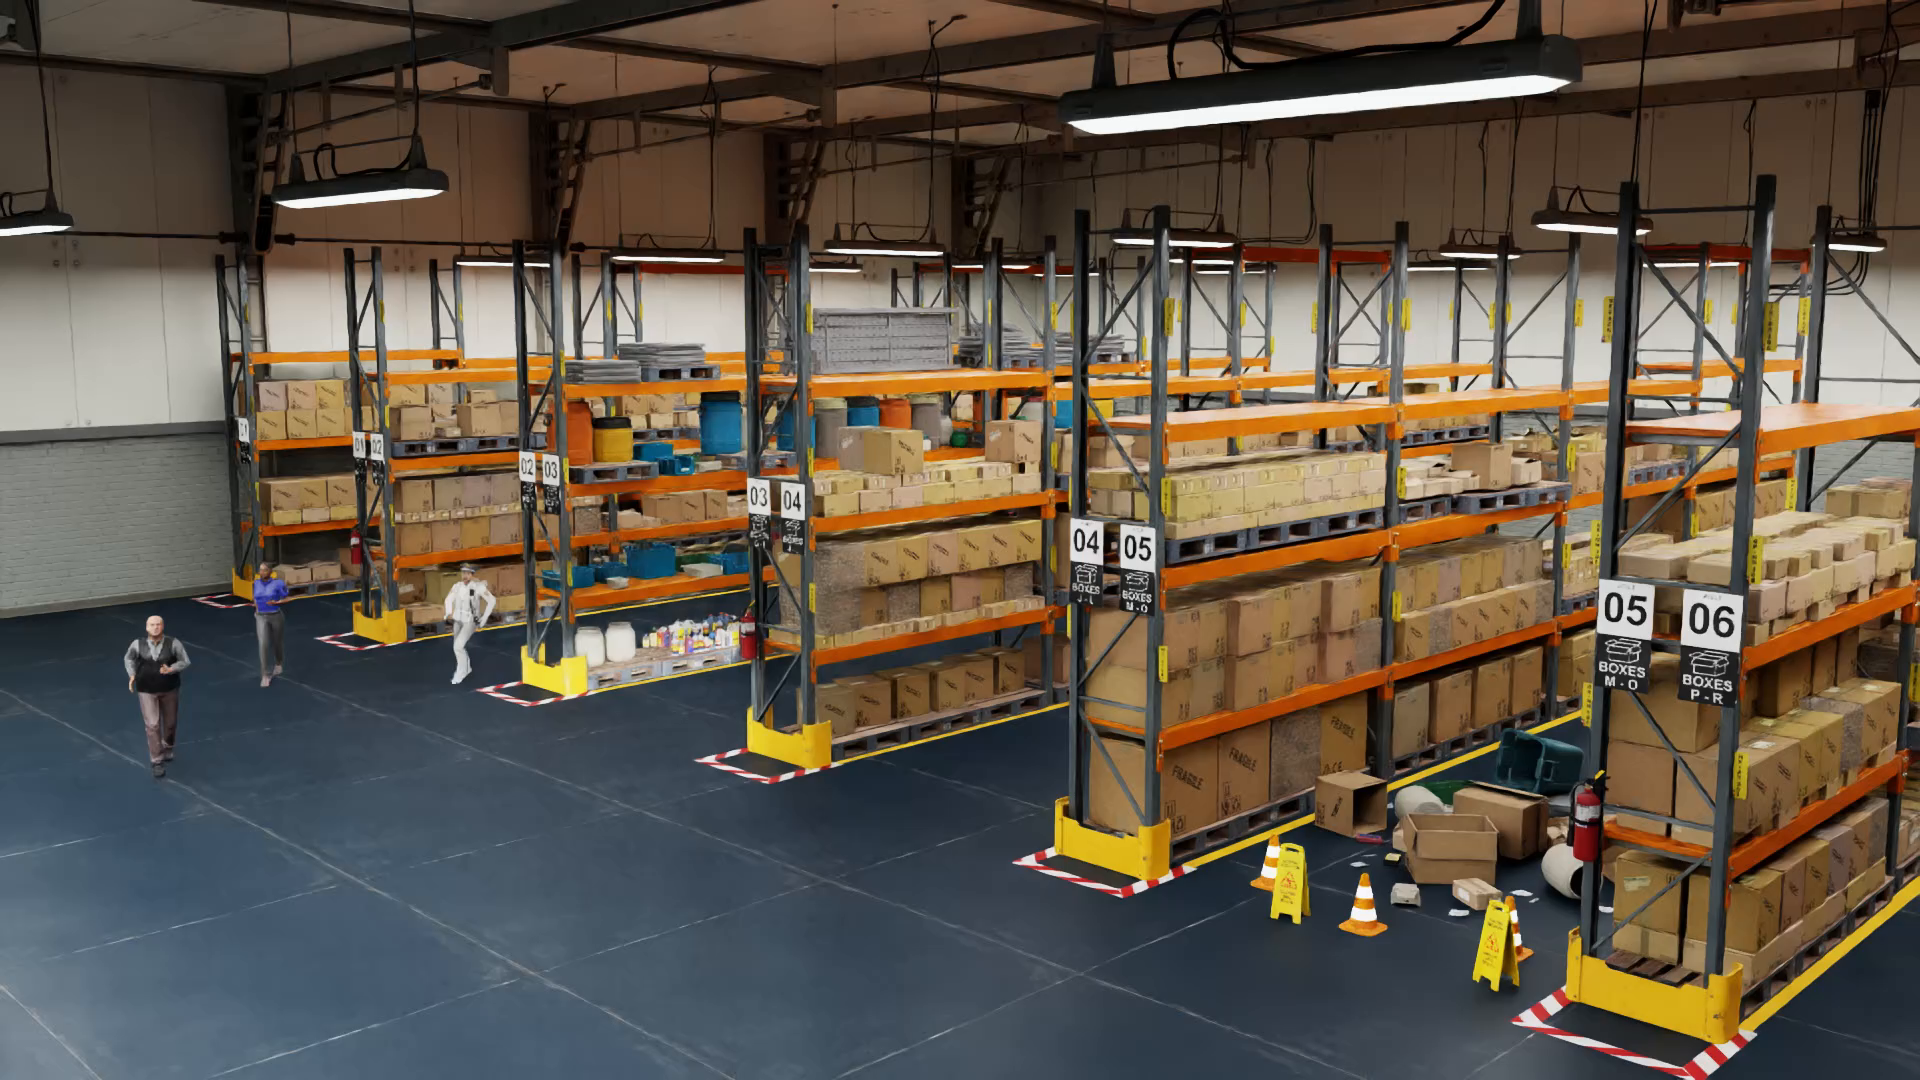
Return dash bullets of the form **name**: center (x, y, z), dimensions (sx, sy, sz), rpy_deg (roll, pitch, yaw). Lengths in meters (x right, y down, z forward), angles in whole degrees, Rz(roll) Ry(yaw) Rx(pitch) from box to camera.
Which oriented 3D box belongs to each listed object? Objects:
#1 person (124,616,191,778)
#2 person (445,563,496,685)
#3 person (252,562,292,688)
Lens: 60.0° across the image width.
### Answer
- **person**: center (-8.865, 1.688, 18.415), dimensions (0.658, 1.723, 0.872), rpy_deg (-4, 9, -28)
- **person**: center (-6.746, 1.138, 22.775), dimensions (0.675, 1.690, 0.641), rpy_deg (3, 9, 20)
- **person**: center (-9.436, 1.130, 22.825), dimensions (0.556, 1.704, 0.828), rpy_deg (-2, 8, -11)
